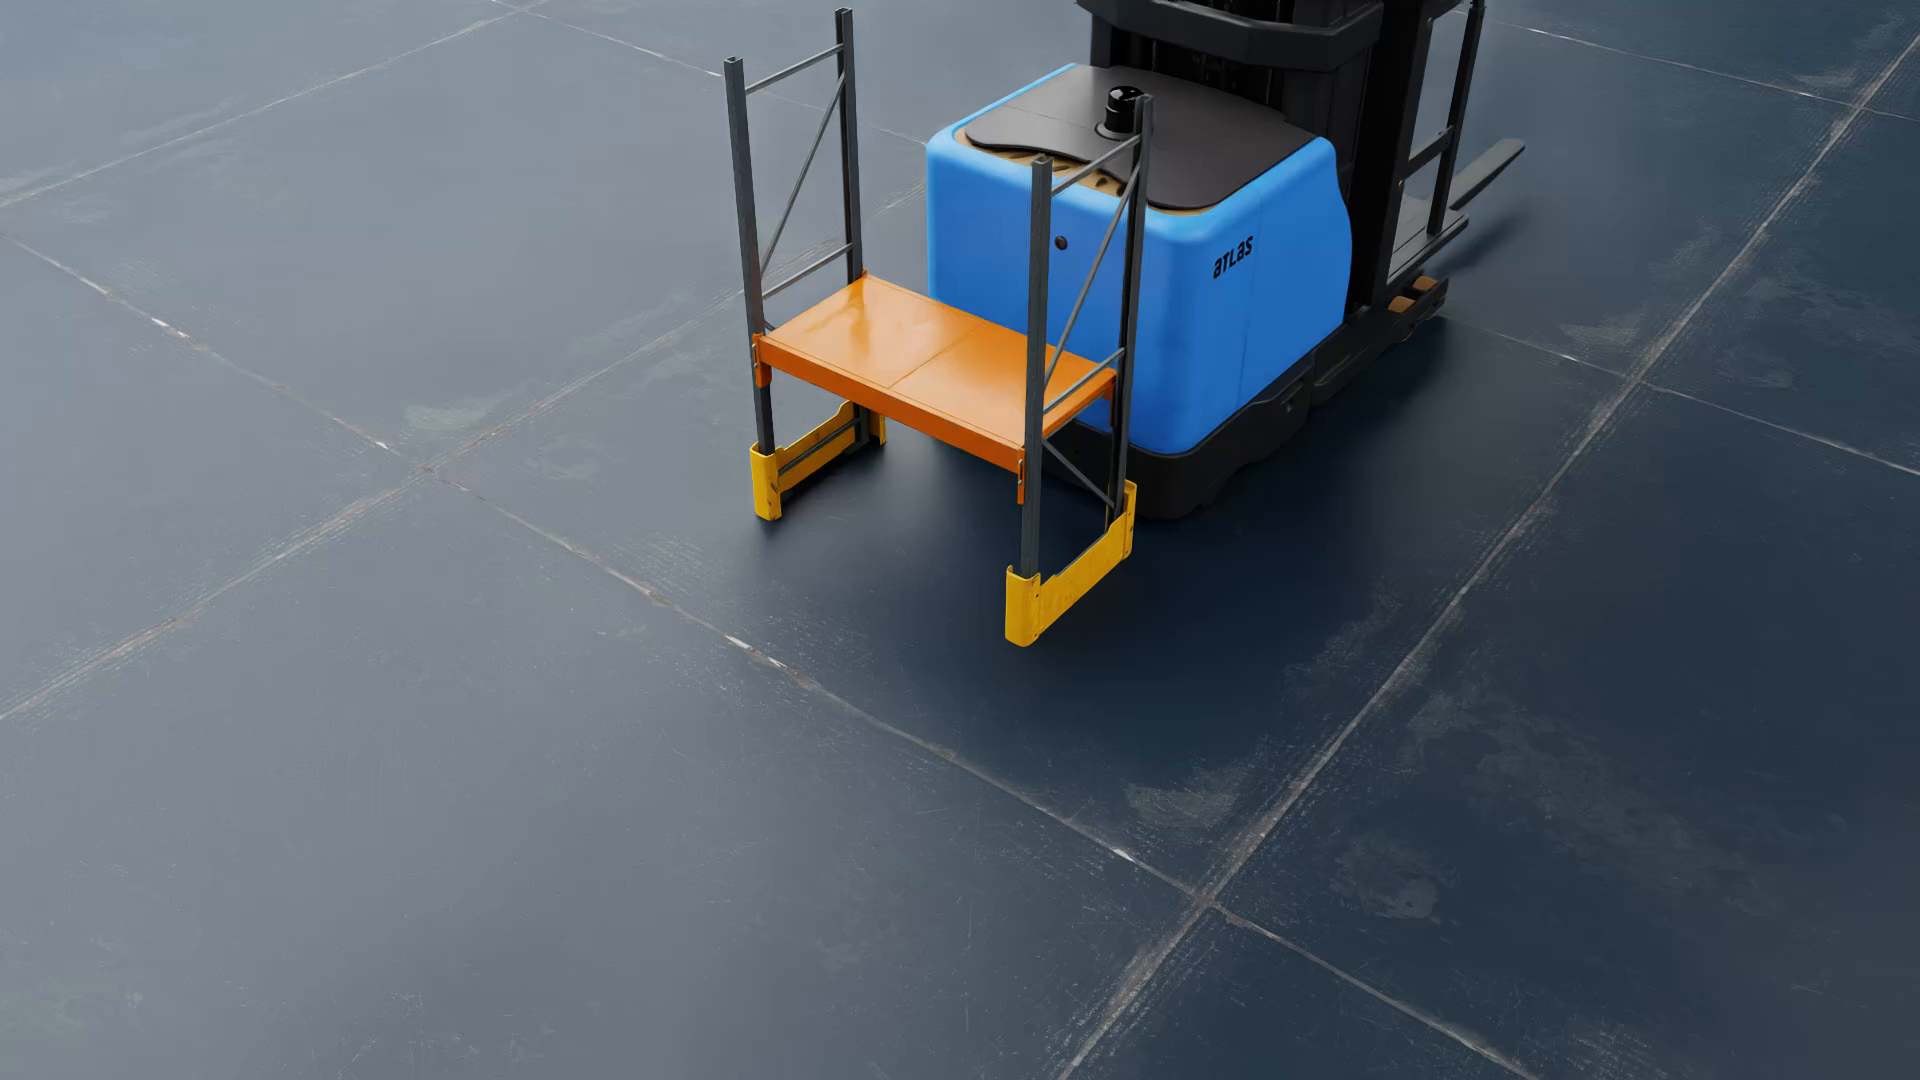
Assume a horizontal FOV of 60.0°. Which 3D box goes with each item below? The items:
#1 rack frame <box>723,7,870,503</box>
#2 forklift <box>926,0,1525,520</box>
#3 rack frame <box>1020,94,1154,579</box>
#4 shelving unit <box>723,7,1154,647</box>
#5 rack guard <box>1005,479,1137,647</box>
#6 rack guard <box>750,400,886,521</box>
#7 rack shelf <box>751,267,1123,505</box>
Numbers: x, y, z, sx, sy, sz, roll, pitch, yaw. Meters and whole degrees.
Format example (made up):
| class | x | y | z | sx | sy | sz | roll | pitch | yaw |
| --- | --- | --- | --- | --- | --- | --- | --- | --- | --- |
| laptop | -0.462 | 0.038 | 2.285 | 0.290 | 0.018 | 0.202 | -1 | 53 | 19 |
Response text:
| class | x | y | z | sx | sy | sz | roll | pitch | yaw |
| --- | --- | --- | --- | --- | --- | --- | --- | --- | --- |
| rack frame | -0.472 | -0.813 | 5.072 | 0.032 | 1.500 | 0.500 | 25 | 45 | 29 |
| forklift | 1.191 | -2.064 | 5.509 | 1.130 | 2.935 | 3.031 | 26 | 45 | 29 |
| rack frame | 0.336 | -0.432 | 4.585 | 0.032 | 1.500 | 0.500 | 25 | 45 | 29 |
| shelving unit | -0.061 | -0.619 | 4.824 | 1.083 | 1.500 | 0.587 | 25 | 45 | 29 |
| rack guard | 0.335 | 0.060 | 4.971 | 0.087 | 0.250 | 0.587 | 25 | 45 | 29 |
| rack guard | -0.456 | -0.313 | 5.448 | 0.087 | 0.250 | 0.587 | 25 | 45 | 29 |
| rack shelf | -0.068 | -0.481 | 4.939 | 1.000 | 0.185 | 0.538 | 25 | 45 | 29 |
